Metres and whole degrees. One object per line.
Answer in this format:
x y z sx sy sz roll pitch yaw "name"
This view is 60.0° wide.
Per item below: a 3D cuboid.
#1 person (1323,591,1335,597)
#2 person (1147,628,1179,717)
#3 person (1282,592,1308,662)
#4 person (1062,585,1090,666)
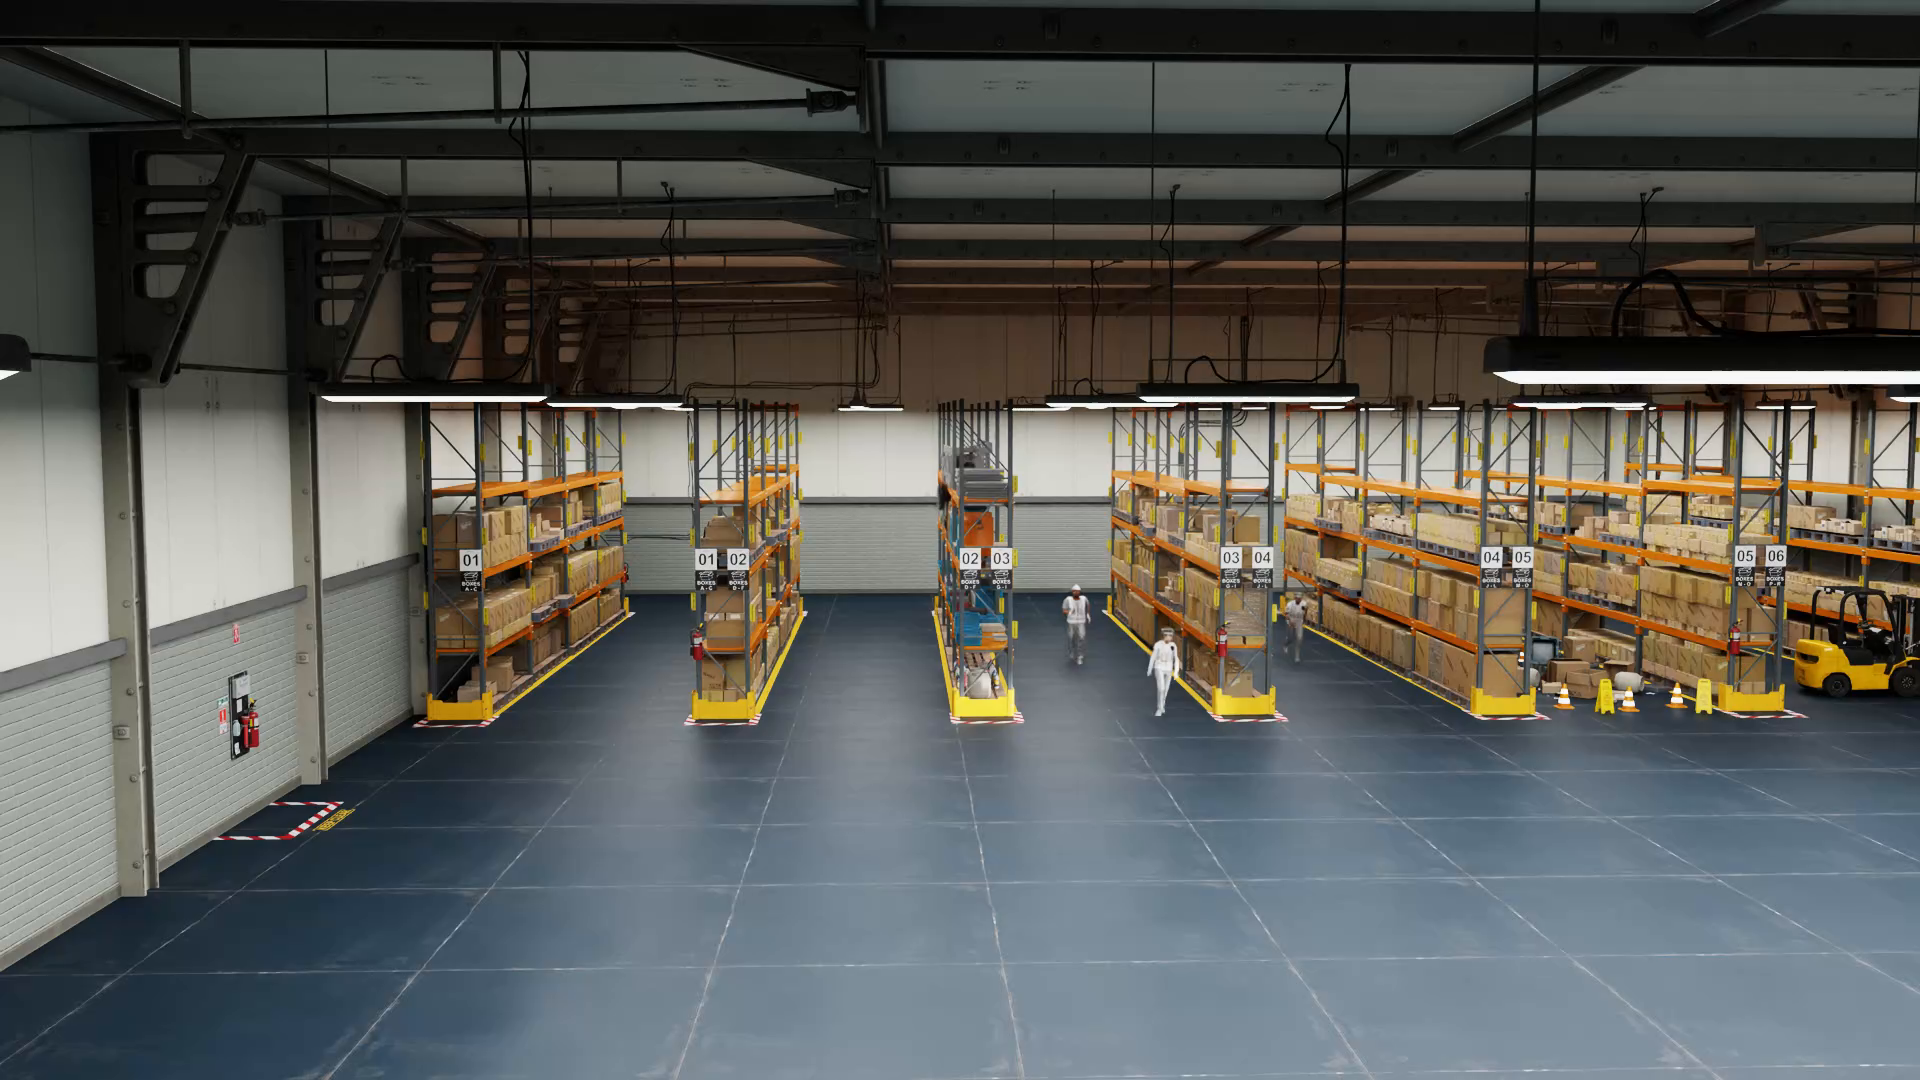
10.741 1.240 48.578 0.669 1.682 0.582 1 4 15 "person"
3.871 2.509 31.612 0.557 1.687 0.570 -1 4 -13 "person"
7.799 1.993 38.894 0.601 1.635 0.959 -1 4 -15 "person"
2.663 1.937 38.097 0.675 1.842 0.868 0 4 -3 "person"
